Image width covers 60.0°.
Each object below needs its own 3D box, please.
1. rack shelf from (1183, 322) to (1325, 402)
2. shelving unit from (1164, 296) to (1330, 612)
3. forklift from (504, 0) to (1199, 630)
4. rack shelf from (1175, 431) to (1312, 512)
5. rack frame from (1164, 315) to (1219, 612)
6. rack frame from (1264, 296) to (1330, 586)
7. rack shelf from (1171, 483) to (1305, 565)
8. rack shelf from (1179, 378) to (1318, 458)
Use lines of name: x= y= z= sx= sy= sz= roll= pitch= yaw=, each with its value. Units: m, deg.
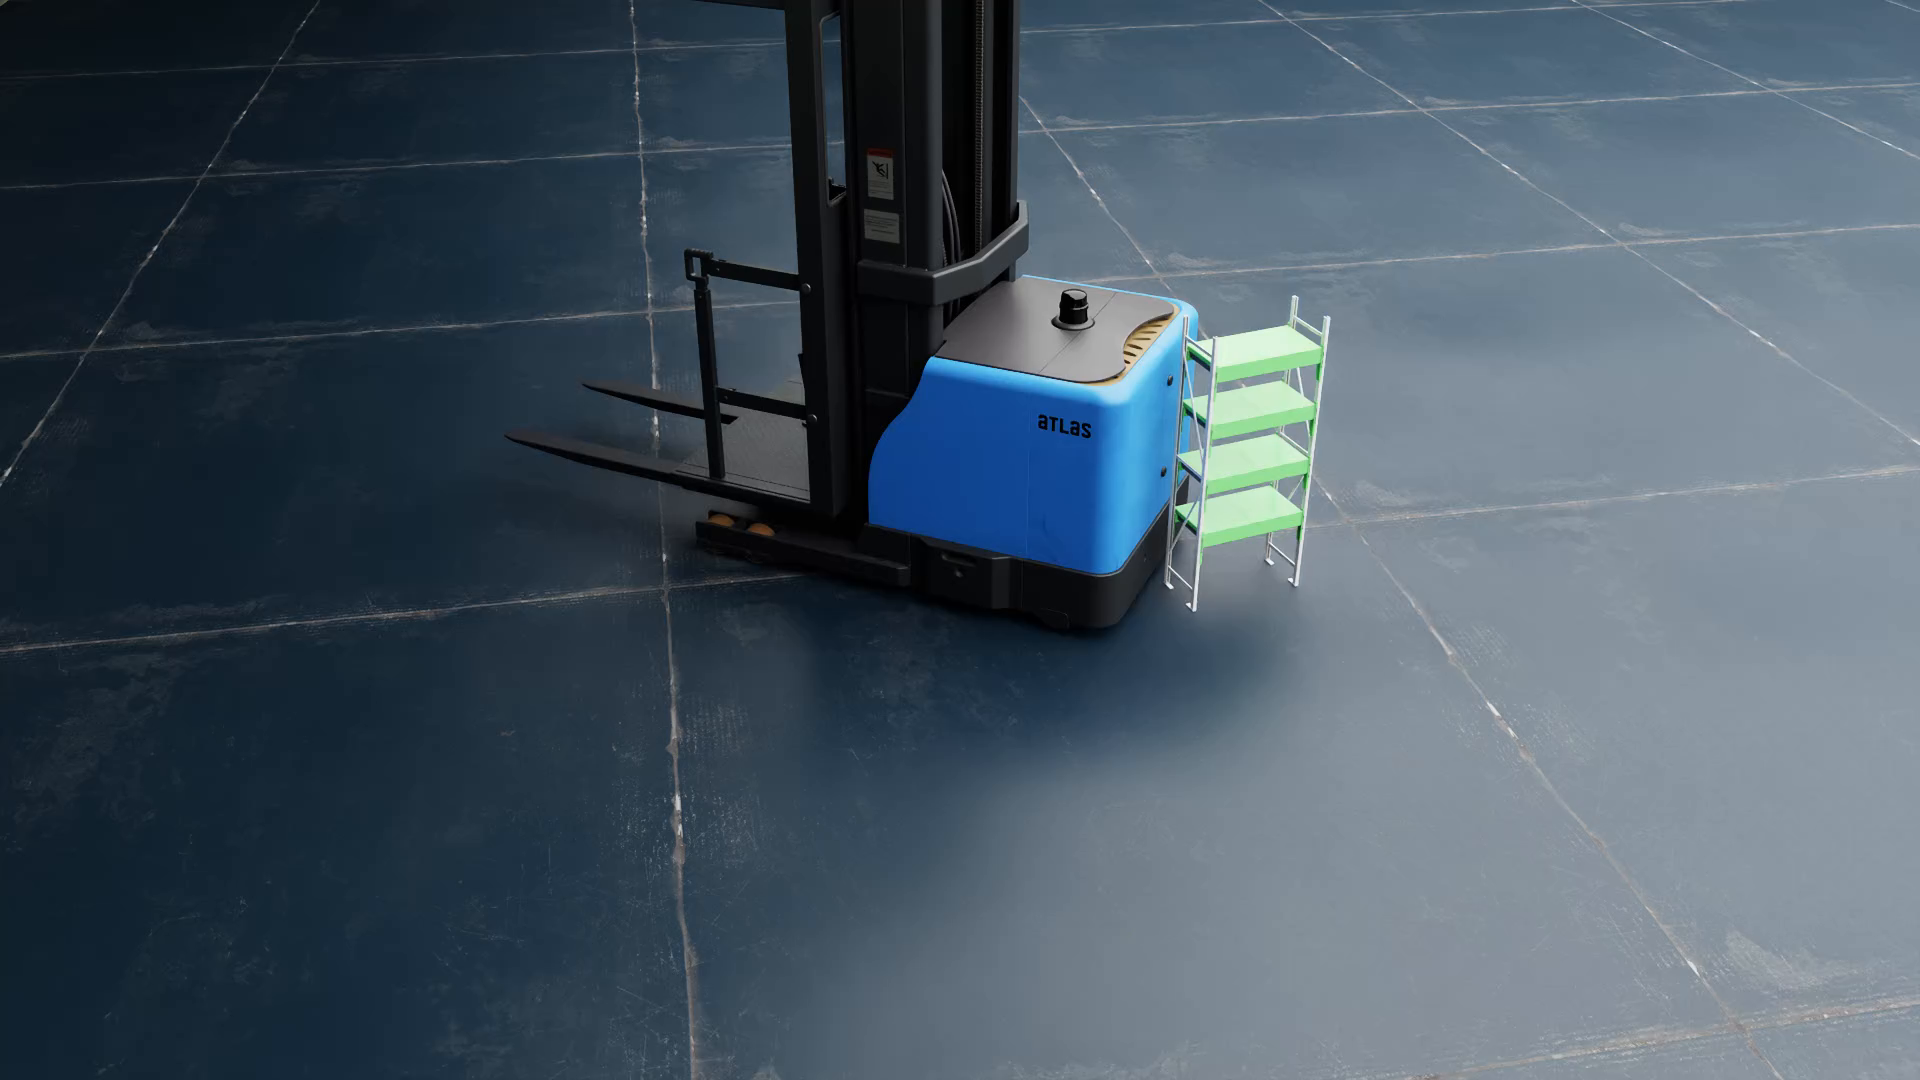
rack shelf: x=1.129 y=-0.691 z=6.420 sx=0.480 sy=0.148 sz=0.258 roll=-12 pitch=33 yaw=-20
shelving unit: x=1.129 y=-0.332 z=6.631 sx=0.503 sy=1.200 sz=0.258 roll=-12 pitch=33 yaw=-20
forklift: x=-0.576 y=-1.394 z=6.729 sx=3.031 sy=2.935 sz=1.130 roll=13 pitch=33 yaw=21
rack shelf: x=1.129 y=-0.277 z=6.664 sx=0.480 sy=0.148 sz=0.258 roll=-12 pitch=33 yaw=-20
rack frame: x=0.905 y=-0.283 z=6.548 sx=0.015 sy=1.200 sz=0.240 roll=-12 pitch=33 yaw=-20
rack frame: x=1.353 y=-0.381 z=6.714 sx=0.015 sy=1.200 sz=0.240 roll=-12 pitch=33 yaw=-20
rack shelf: x=1.129 y=-0.070 z=6.785 sx=0.480 sy=0.148 sz=0.258 roll=-12 pitch=33 yaw=-20
rack shelf: x=1.129 y=-0.484 z=6.542 sx=0.480 sy=0.148 sz=0.258 roll=-12 pitch=33 yaw=-20
